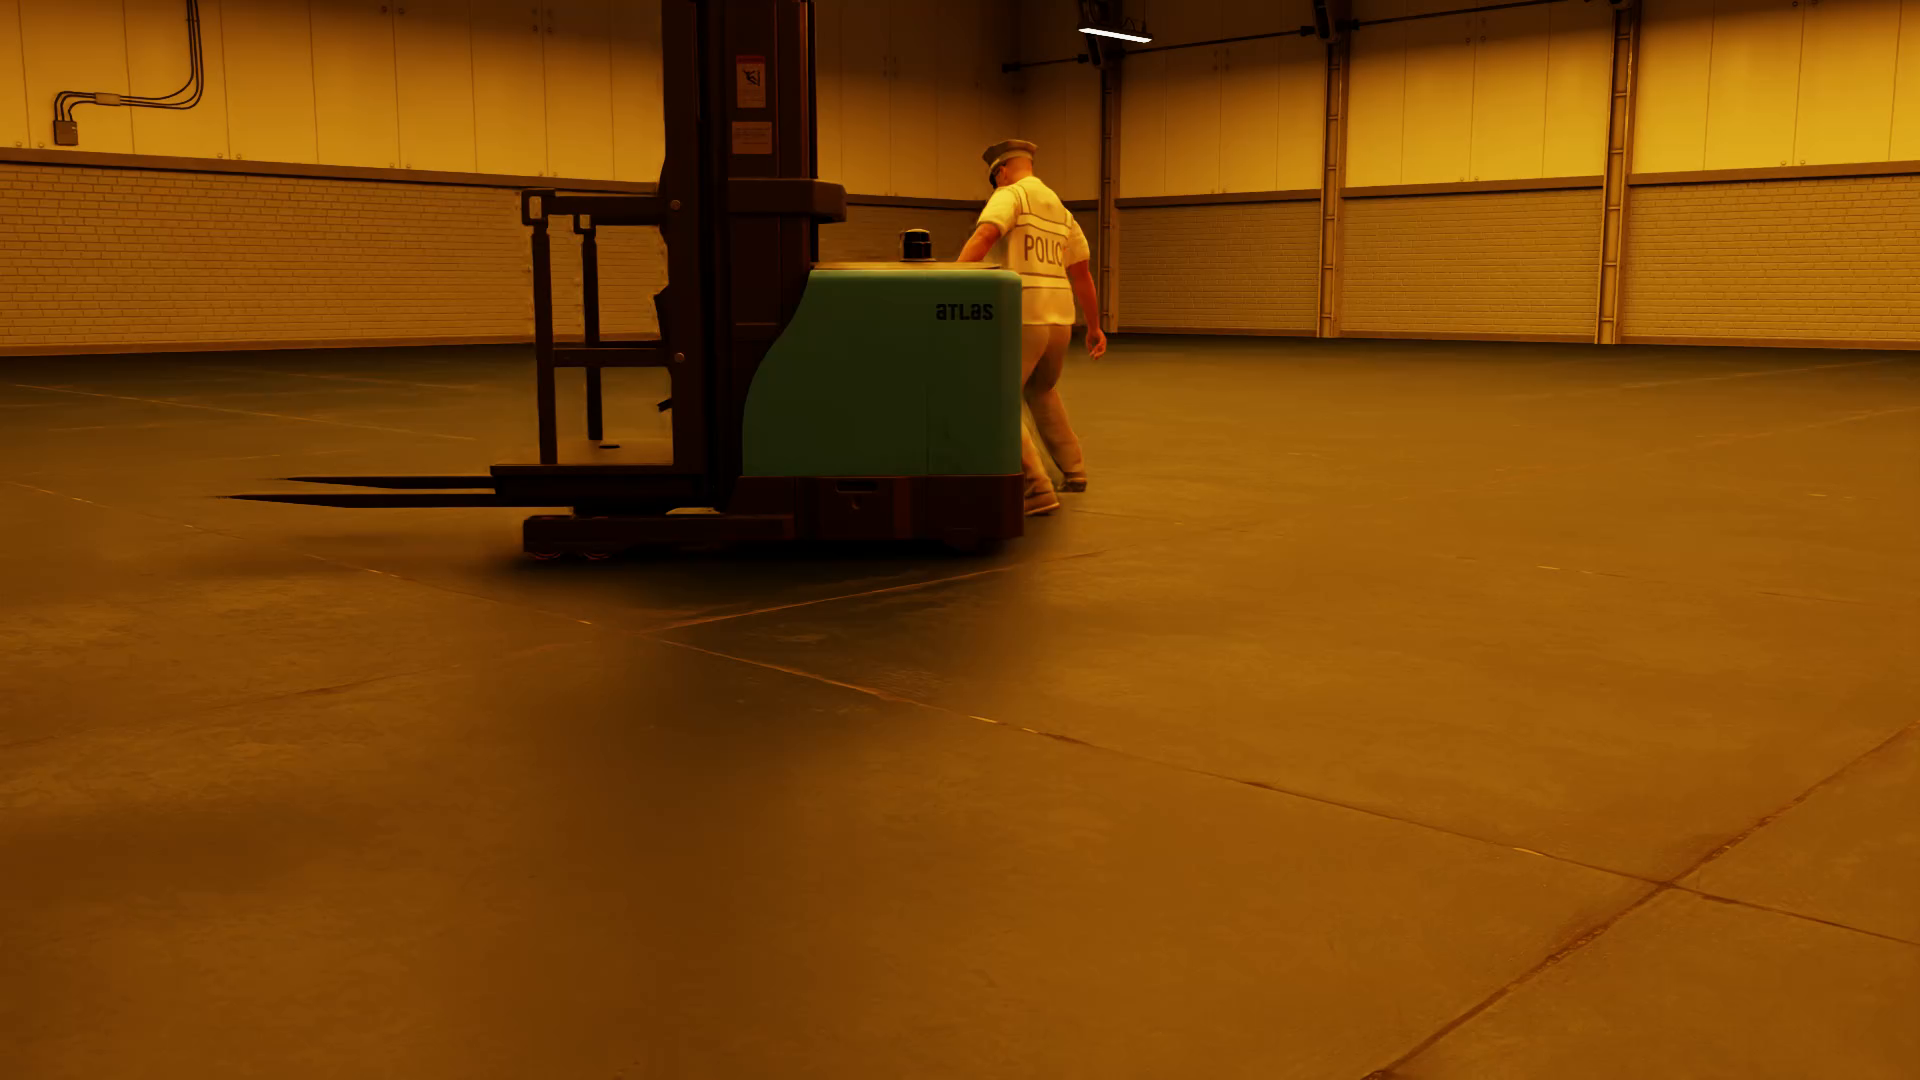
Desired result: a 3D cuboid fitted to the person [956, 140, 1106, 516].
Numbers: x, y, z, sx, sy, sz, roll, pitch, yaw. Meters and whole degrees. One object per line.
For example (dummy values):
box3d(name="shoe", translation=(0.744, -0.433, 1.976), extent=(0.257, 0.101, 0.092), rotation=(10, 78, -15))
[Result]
box3d(name="person", translation=(0.286, -0.958, 7.562), extent=(0.529, 1.692, 1.123), rotation=(7, 11, 40))

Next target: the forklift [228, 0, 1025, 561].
box3d(name="forklift", translation=(-1.285, -1.453, 6.524), extent=(3.031, 2.935, 1.130), rotation=(0, 9, -2))
